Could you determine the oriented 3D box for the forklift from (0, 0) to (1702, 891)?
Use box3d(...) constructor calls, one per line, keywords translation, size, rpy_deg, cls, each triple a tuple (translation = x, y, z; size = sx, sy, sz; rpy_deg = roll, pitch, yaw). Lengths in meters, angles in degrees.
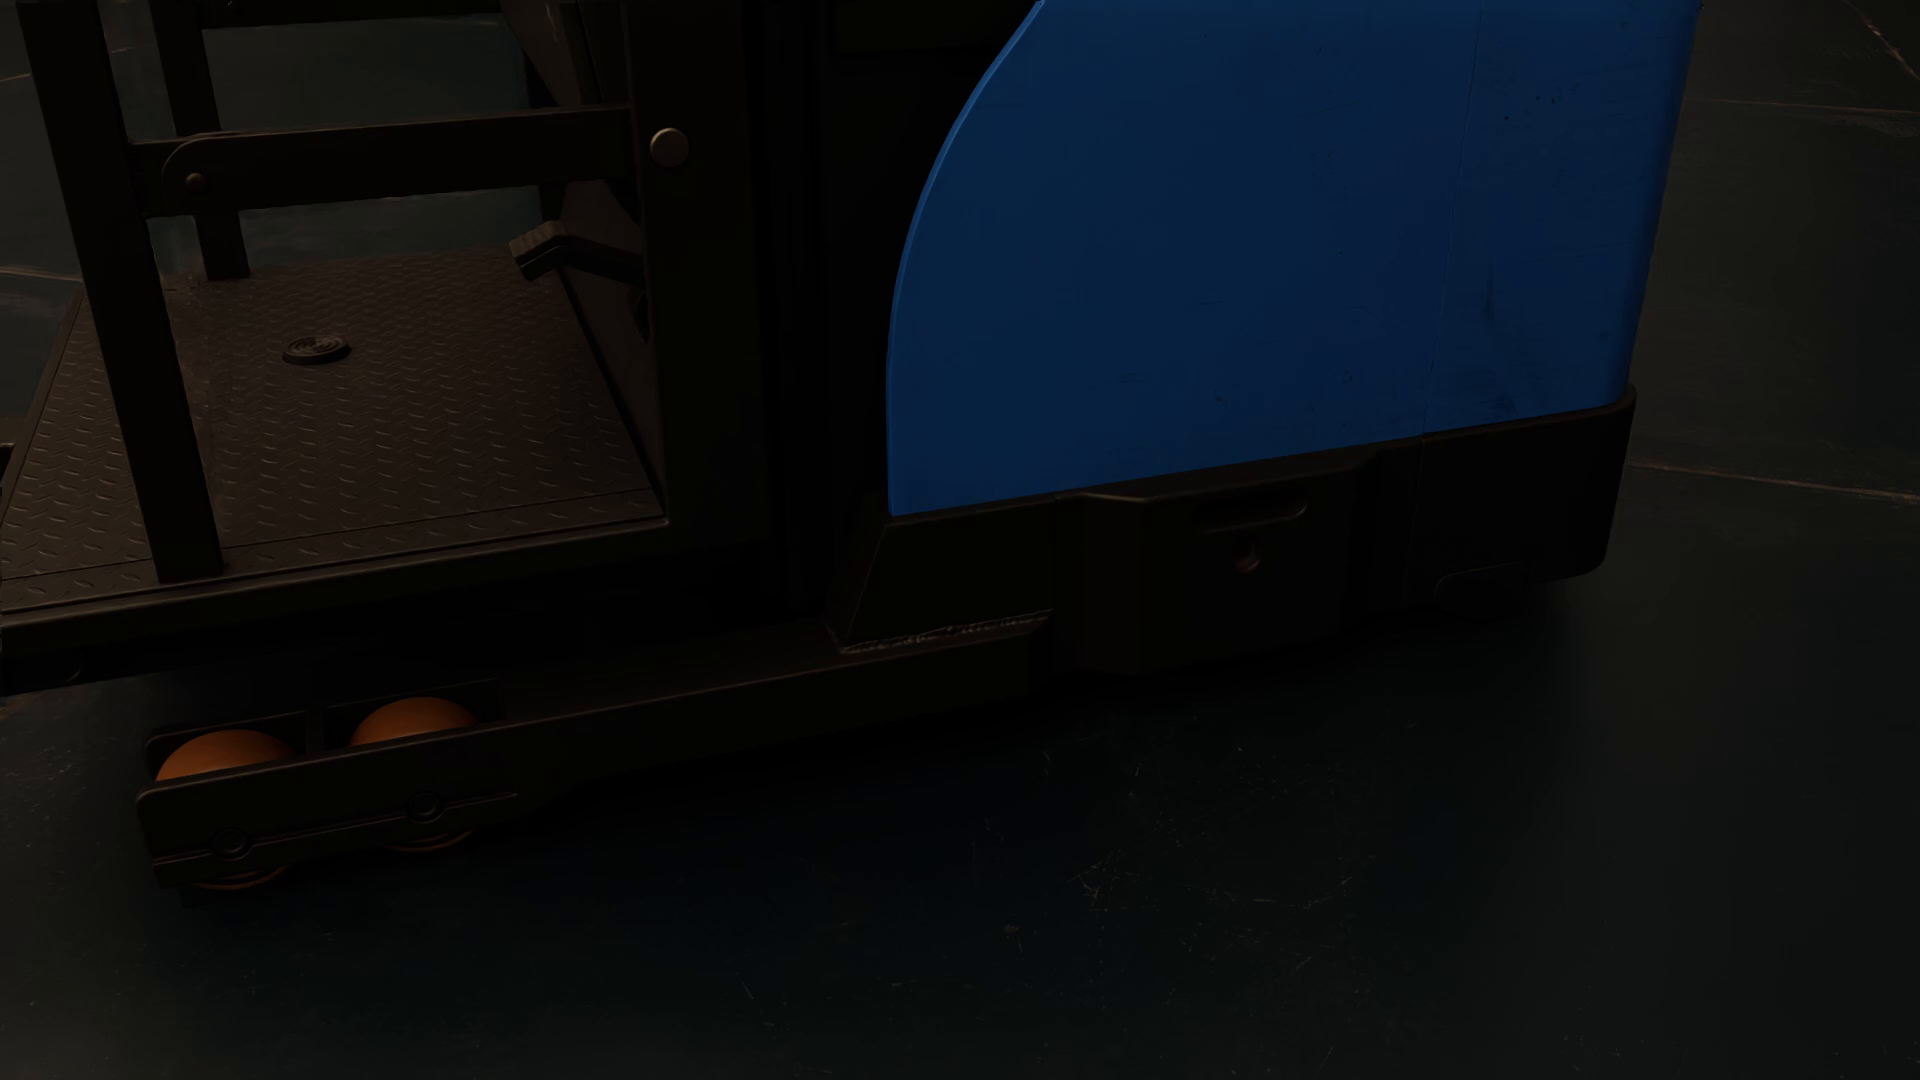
box3d(translation=(-0.673, -1.204, 1.635), size=(3.031, 2.935, 1.130), rpy_deg=(-9, 28, -17), cls="forklift")
